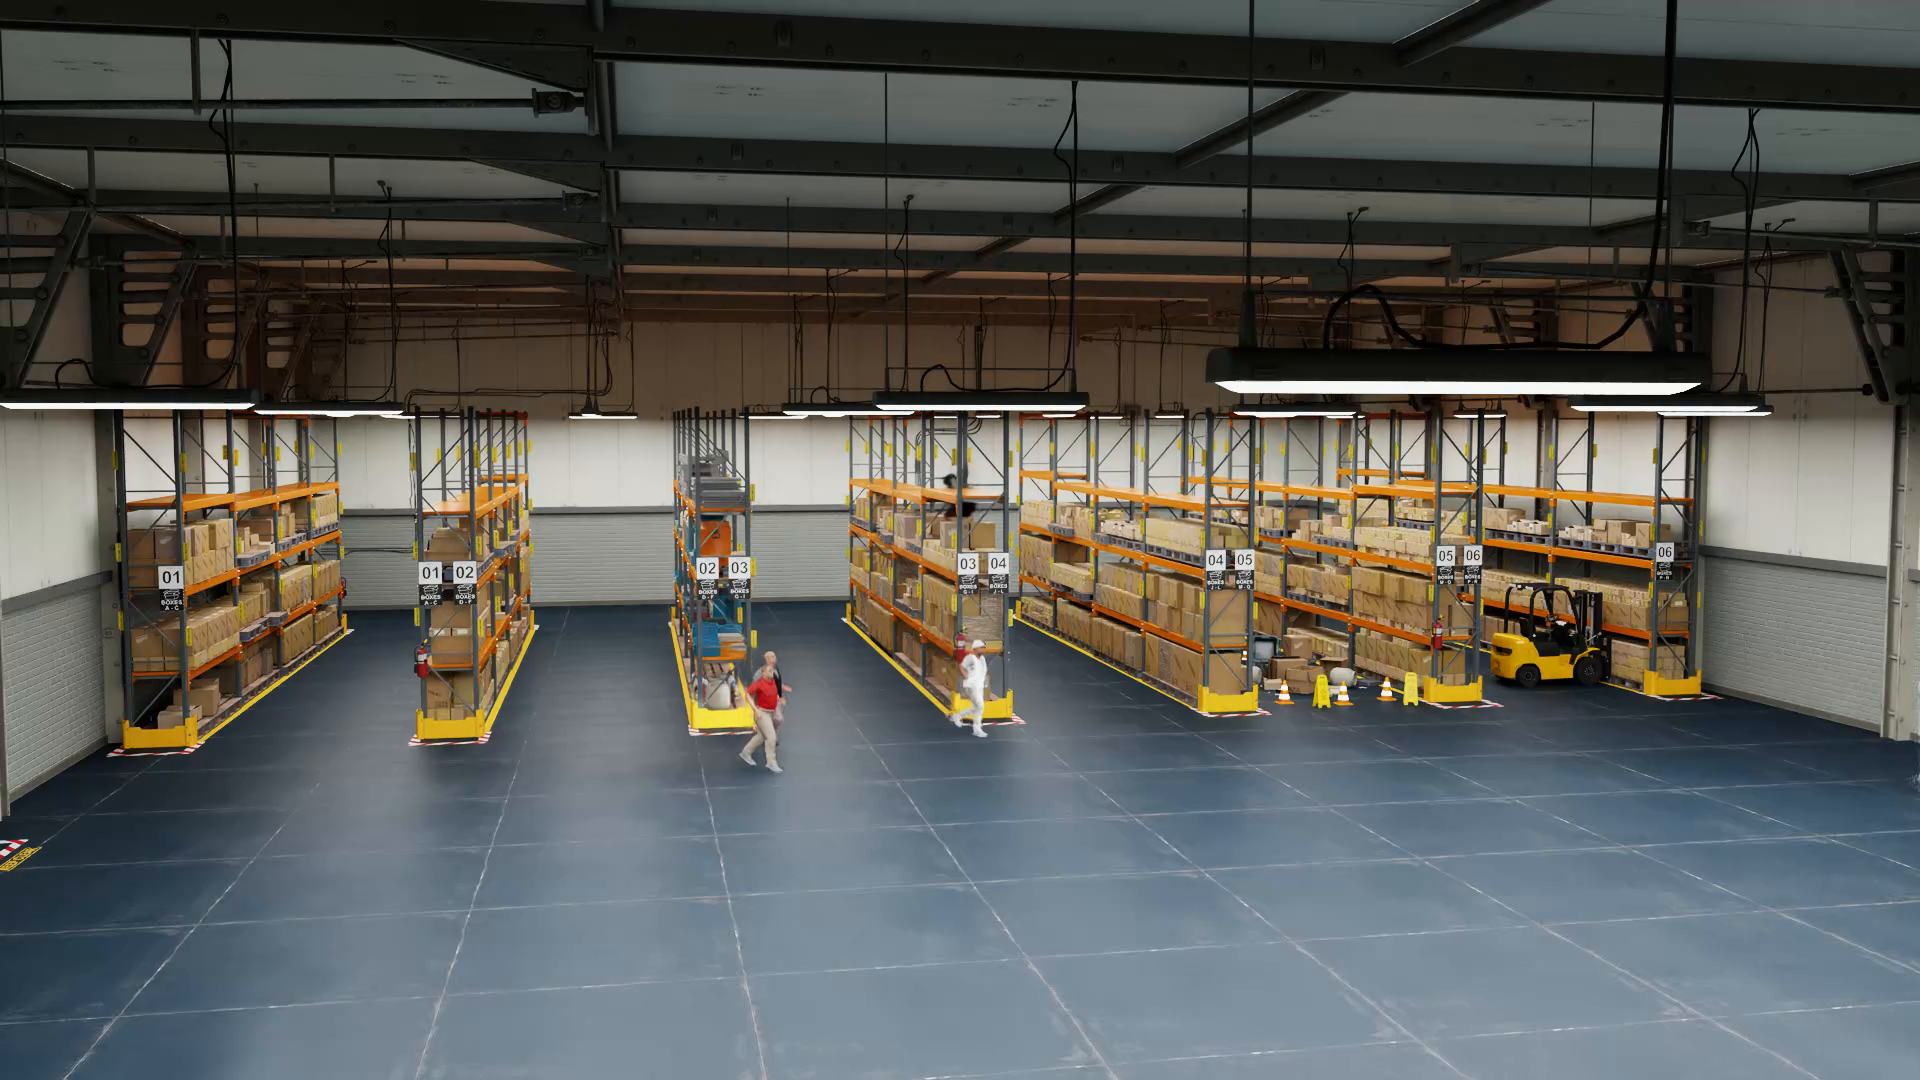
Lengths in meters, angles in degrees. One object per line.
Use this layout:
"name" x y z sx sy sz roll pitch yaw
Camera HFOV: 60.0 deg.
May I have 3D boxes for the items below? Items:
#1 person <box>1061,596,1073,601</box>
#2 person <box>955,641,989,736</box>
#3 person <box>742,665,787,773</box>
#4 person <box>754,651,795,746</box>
"person" 3.269 1.313 49.975 0.676 1.739 0.603 -3 5 -35
"person" 0.277 2.708 30.609 0.763 1.719 0.735 2 5 30
"person" -3.207 2.919 27.327 0.870 1.757 0.657 1 4 19
"person" -3.228 2.800 29.250 0.575 1.684 0.668 2 4 25
